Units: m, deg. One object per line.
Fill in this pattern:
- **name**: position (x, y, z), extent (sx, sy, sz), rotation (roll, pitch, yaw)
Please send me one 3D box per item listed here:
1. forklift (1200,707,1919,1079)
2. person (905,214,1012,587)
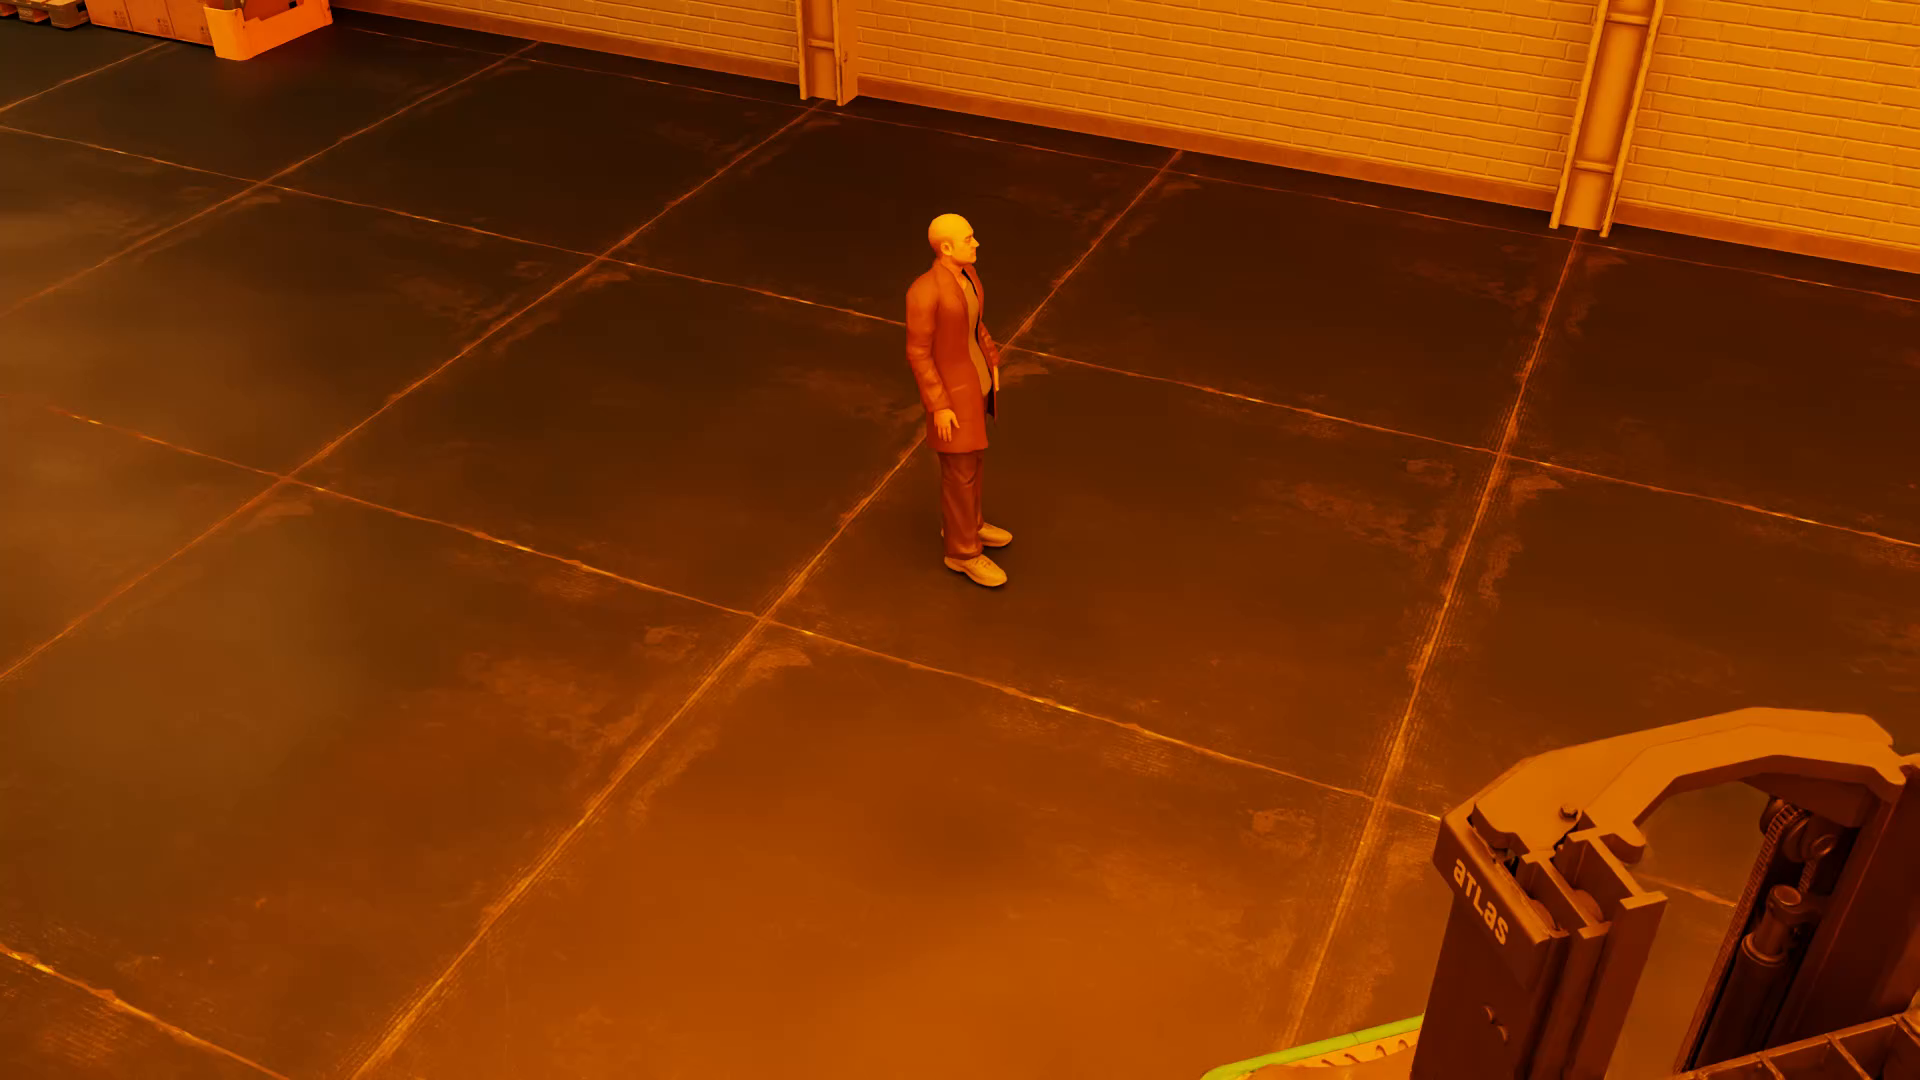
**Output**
- **forklift**: position (1.542, 1.921, 3.394), extent (1.130, 2.935, 3.031), rotation (-10, 37, -13)
- **person**: position (0.081, -0.705, 8.056), extent (0.582, 1.775, 0.696), rotation (15, 38, 20)
